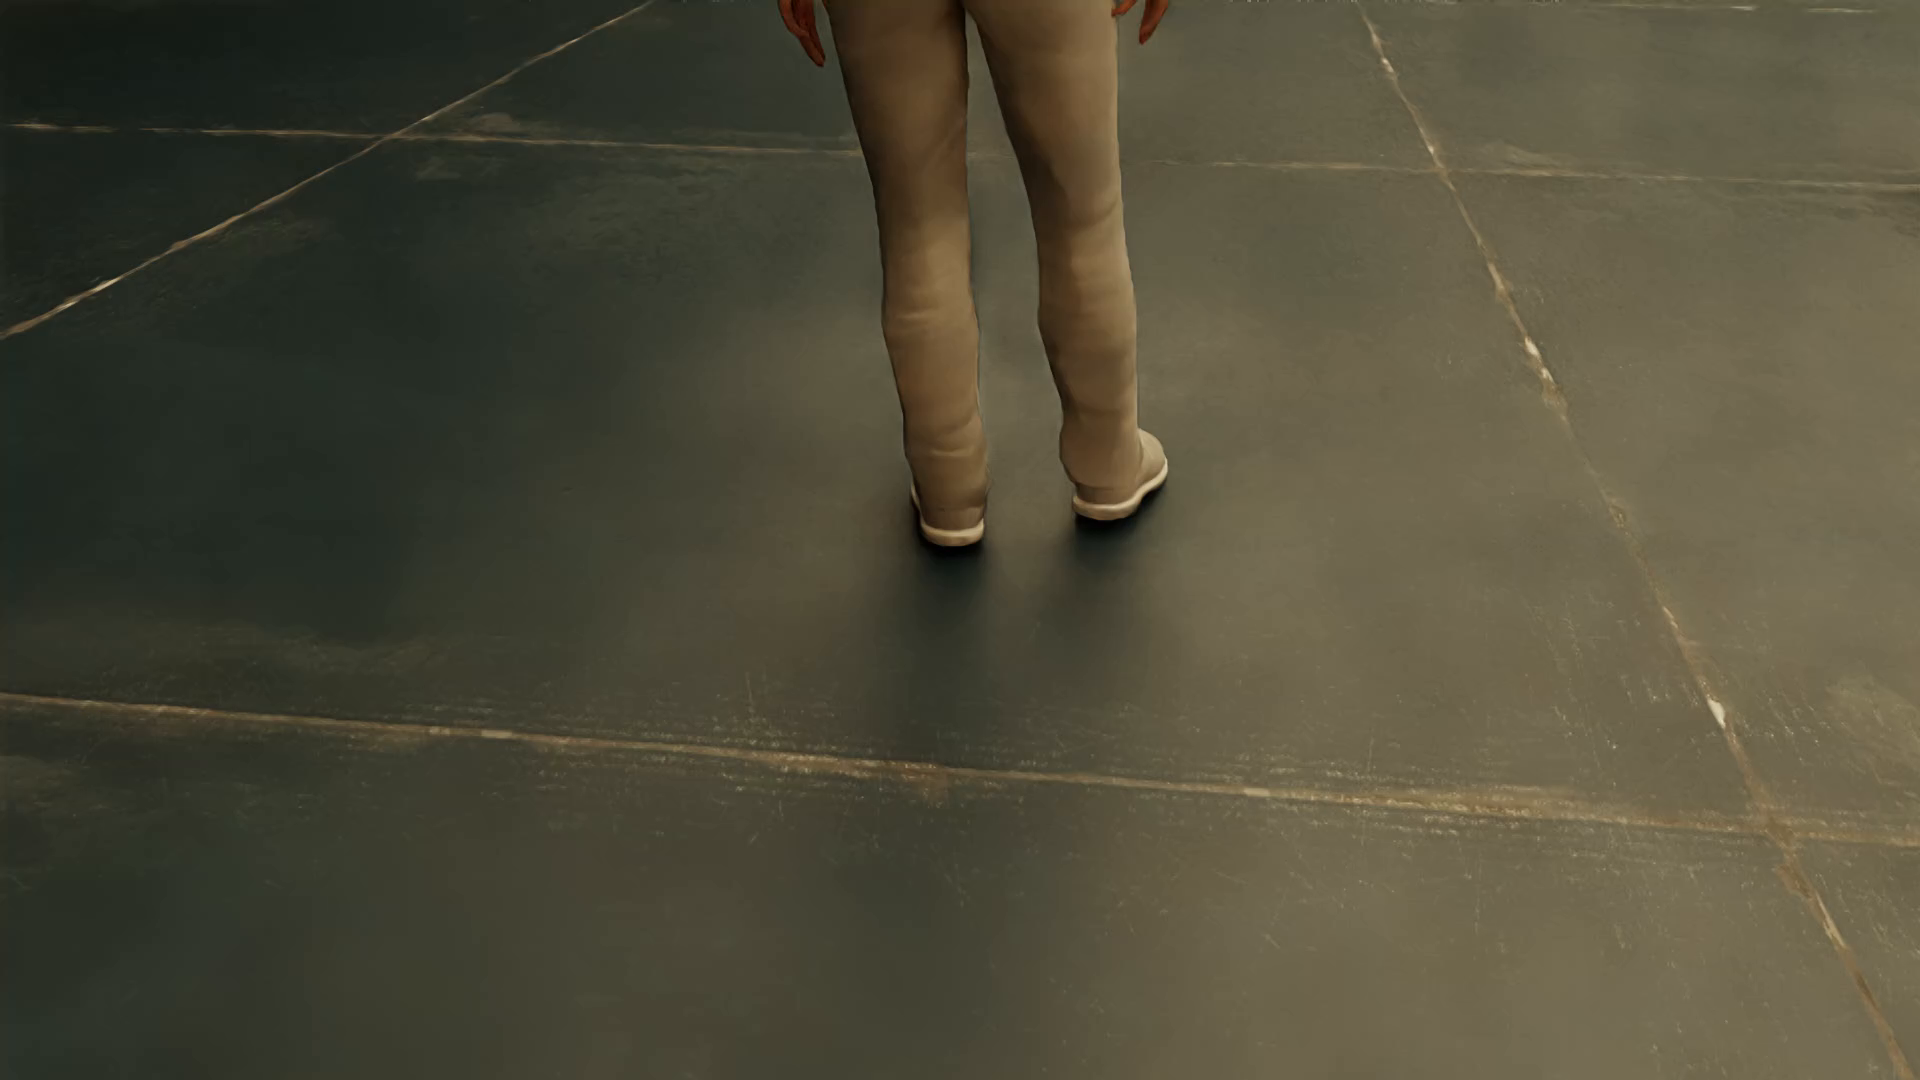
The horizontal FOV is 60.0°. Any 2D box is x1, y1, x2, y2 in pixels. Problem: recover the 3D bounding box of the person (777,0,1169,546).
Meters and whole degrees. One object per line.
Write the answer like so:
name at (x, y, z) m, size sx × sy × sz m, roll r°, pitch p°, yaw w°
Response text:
person at (0.029, -0.796, 2.183) m, size 0.570 × 1.693 × 0.529 m, roll 3°, pitch 27°, yaw 7°
